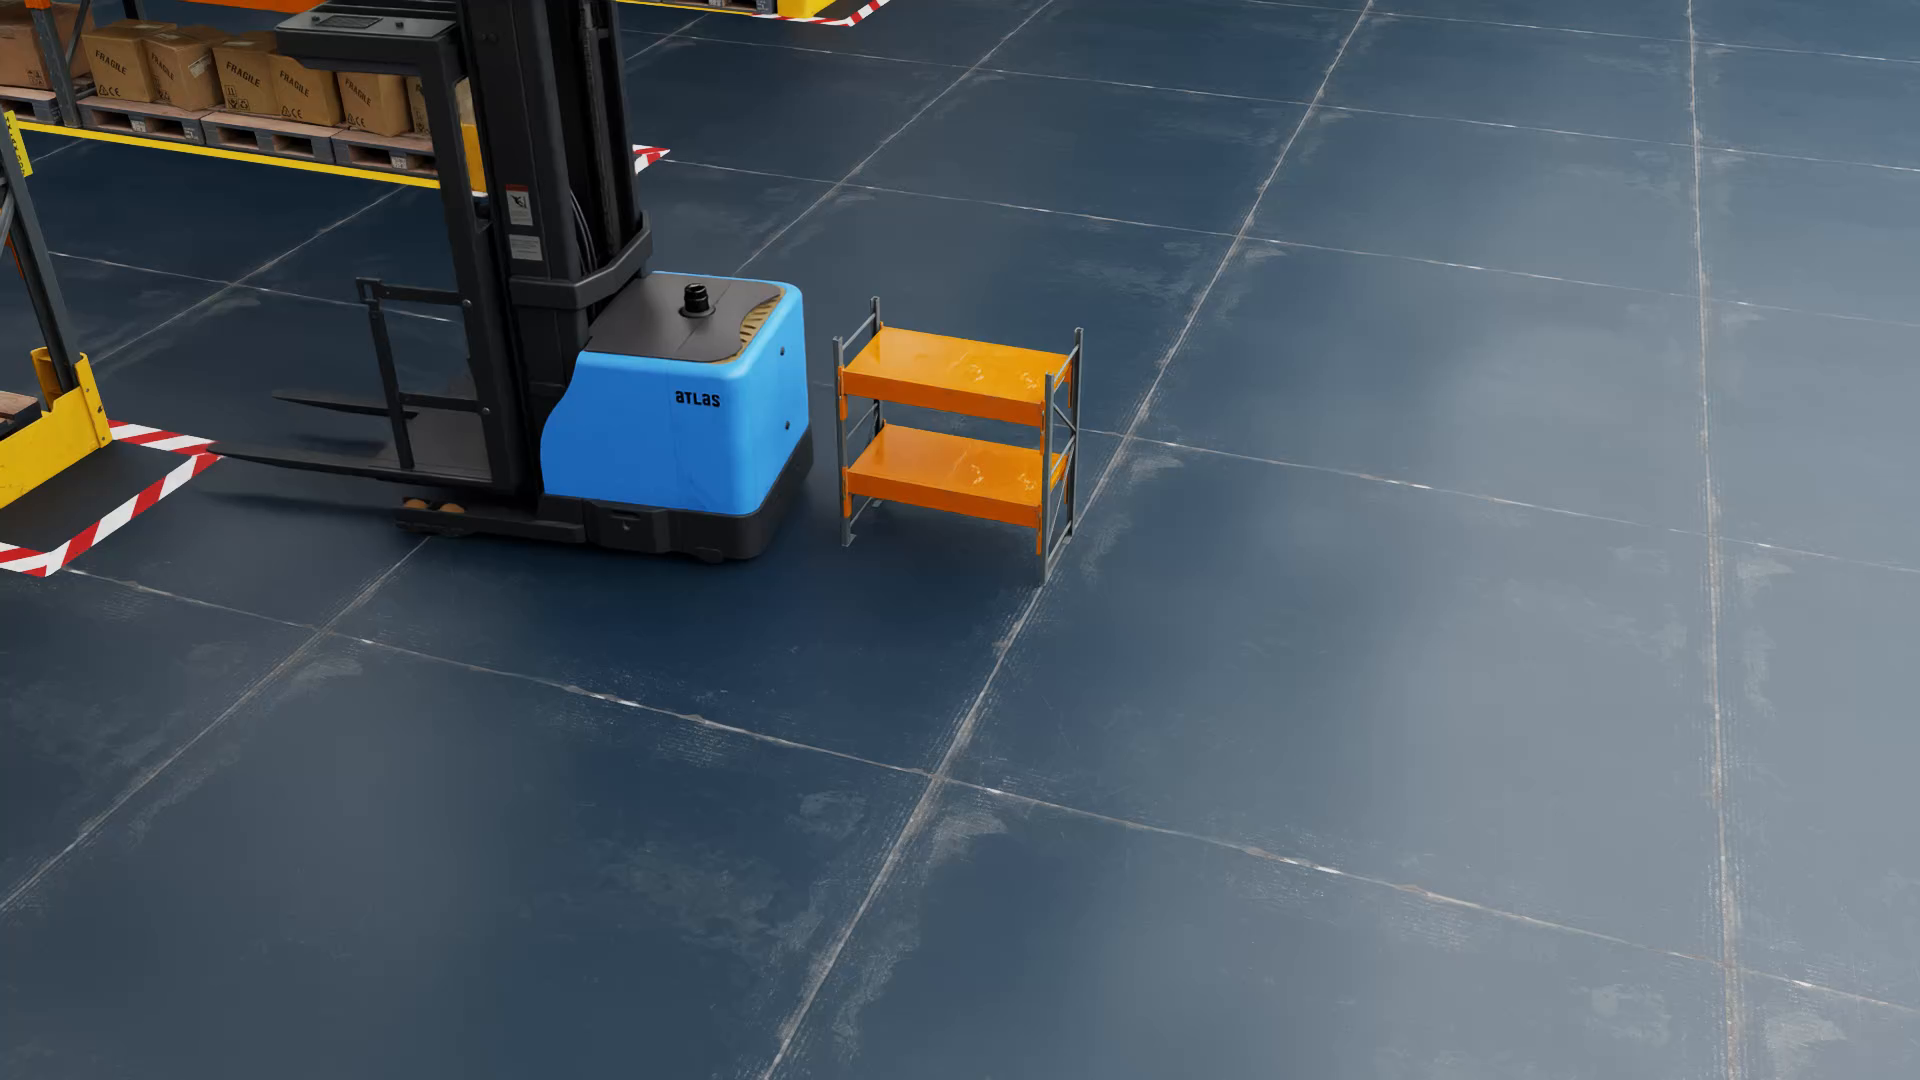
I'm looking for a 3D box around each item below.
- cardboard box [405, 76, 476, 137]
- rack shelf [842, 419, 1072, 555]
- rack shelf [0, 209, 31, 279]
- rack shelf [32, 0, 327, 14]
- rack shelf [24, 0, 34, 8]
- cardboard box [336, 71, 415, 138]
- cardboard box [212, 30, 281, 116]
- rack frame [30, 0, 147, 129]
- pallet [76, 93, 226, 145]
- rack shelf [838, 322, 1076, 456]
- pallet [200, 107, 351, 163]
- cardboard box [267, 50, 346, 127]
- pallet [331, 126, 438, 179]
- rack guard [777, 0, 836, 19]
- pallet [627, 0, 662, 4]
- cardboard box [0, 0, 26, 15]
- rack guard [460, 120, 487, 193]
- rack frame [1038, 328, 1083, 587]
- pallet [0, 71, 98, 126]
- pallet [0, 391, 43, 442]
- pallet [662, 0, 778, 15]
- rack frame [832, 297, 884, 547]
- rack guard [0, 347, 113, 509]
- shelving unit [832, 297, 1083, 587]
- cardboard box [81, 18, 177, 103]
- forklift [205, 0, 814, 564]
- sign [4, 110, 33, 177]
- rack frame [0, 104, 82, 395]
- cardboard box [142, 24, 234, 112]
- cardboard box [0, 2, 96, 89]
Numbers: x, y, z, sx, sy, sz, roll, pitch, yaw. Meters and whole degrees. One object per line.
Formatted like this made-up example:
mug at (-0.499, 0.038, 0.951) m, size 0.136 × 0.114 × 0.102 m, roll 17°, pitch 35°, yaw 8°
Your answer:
cardboard box at (-3.802, -3.345, 12.583) m, size 0.500 × 0.500 × 0.500 m, roll 18°, pitch 37°, yaw 25°
rack shelf at (-0.006, -0.268, 8.079) m, size 1.000 × 0.278 × 0.538 m, roll 11°, pitch 34°, yaw 16°
rack shelf at (-6.773, -1.631, 8.673) m, size 4.000 × 0.370 × 1.077 m, roll 11°, pitch 34°, yaw 16°
rack shelf at (-5.102, -4.160, 12.590) m, size 4.000 × 0.370 × 1.077 m, roll 11°, pitch 34°, yaw 16°
rack shelf at (-8.868, -4.892, 13.724) m, size 4.000 × 0.370 × 1.077 m, roll 11°, pitch 34°, yaw 16°
cardboard box at (-4.376, -3.437, 12.725) m, size 0.500 × 0.500 × 0.500 m, roll 21°, pitch 38°, yaw 29°
cardboard box at (-5.469, -3.686, 13.111) m, size 0.500 × 0.500 × 0.500 m, roll 8°, pitch 34°, yaw 12°
rack frame at (-6.985, -4.828, 12.962) m, size 0.127 × 3.000 × 1.000 m, roll 11°, pitch 34°, yaw 16°
pallet at (-6.341, -3.551, 13.556) m, size 1.213 × 0.211 × 1.003 m, roll 11°, pitch 34°, yaw 16°
rack shelf at (-0.006, -0.720, 7.788) m, size 1.000 × 0.278 × 0.538 m, roll 11°, pitch 34°, yaw 16°
pallet at (-5.188, -3.329, 13.212) m, size 1.213 × 0.211 × 1.003 m, roll 11°, pitch 34°, yaw 16°
cardboard box at (-4.959, -3.561, 12.917) m, size 0.500 × 0.500 × 0.500 m, roll 14°, pitch 35°, yaw 21°
pallet at (-4.044, -3.105, 12.864) m, size 1.213 × 0.211 × 1.003 m, roll 11°, pitch 34°, yaw 16°
rack guard at (-1.428, -5.555, 16.394) m, size 0.348 × 0.500 × 1.175 m, roll 11°, pitch 34°, yaw 16°
pallet at (-3.375, -5.769, 16.991) m, size 1.213 × 0.211 × 1.003 m, roll 11°, pitch 34°, yaw 16°
cardboard box at (-7.998, -4.183, 13.862) m, size 0.500 × 0.500 × 0.700 m, roll 11°, pitch 34°, yaw 16°
rack guard at (-3.291, -3.060, 12.528) m, size 0.348 × 0.500 × 1.175 m, roll 11°, pitch 34°, yaw 16°
rack frame at (0.472, -0.381, 7.803) m, size 0.032 × 1.125 × 0.500 m, roll 11°, pitch 34°, yaw 16°
pallet at (-7.718, -3.798, 13.938) m, size 1.213 × 0.211 × 1.003 m, roll 11°, pitch 34°, yaw 16°
pallet at (-5.741, -0.537, 8.886) m, size 1.213 × 0.211 × 1.003 m, roll 11°, pitch 34°, yaw 16°
pallet at (-2.230, -5.545, 16.644) m, size 1.213 × 0.211 × 1.003 m, roll 11°, pitch 34°, yaw 16°
rack frame at (-0.485, -0.567, 8.091) m, size 0.032 × 1.125 × 0.500 m, roll 11°, pitch 34°, yaw 16°
rack guard at (-4.978, -0.507, 8.574) m, size 0.348 × 0.500 × 1.175 m, roll 11°, pitch 34°, yaw 16°
shelving unit at (-0.006, -0.474, 7.947) m, size 1.048 × 1.125 × 0.538 m, roll 11°, pitch 34°, yaw 16°
cardboard box at (-6.622, -3.860, 13.381) m, size 0.500 × 0.500 × 0.500 m, roll 10°, pitch 34°, yaw 15°
forklift at (-2.339, -1.516, 7.896) m, size 3.031 × 2.935 × 1.130 m, roll 7°, pitch 33°, yaw 10°
sign at (-4.701, -1.963, 8.270) m, size 0.005 × 0.325 × 0.100 m, roll 11°, pitch 34°, yaw 16°
rack frame at (-4.890, -1.567, 7.911) m, size 0.127 × 3.000 × 1.000 m, roll 11°, pitch 34°, yaw 16°
cardboard box at (-6.080, -3.760, 13.225) m, size 0.500 × 0.500 × 0.500 m, roll 23°, pitch 39°, yaw 31°
cardboard box at (-7.556, -4.086, 13.712) m, size 0.500 × 0.500 × 0.700 m, roll 8°, pitch 34°, yaw 13°
